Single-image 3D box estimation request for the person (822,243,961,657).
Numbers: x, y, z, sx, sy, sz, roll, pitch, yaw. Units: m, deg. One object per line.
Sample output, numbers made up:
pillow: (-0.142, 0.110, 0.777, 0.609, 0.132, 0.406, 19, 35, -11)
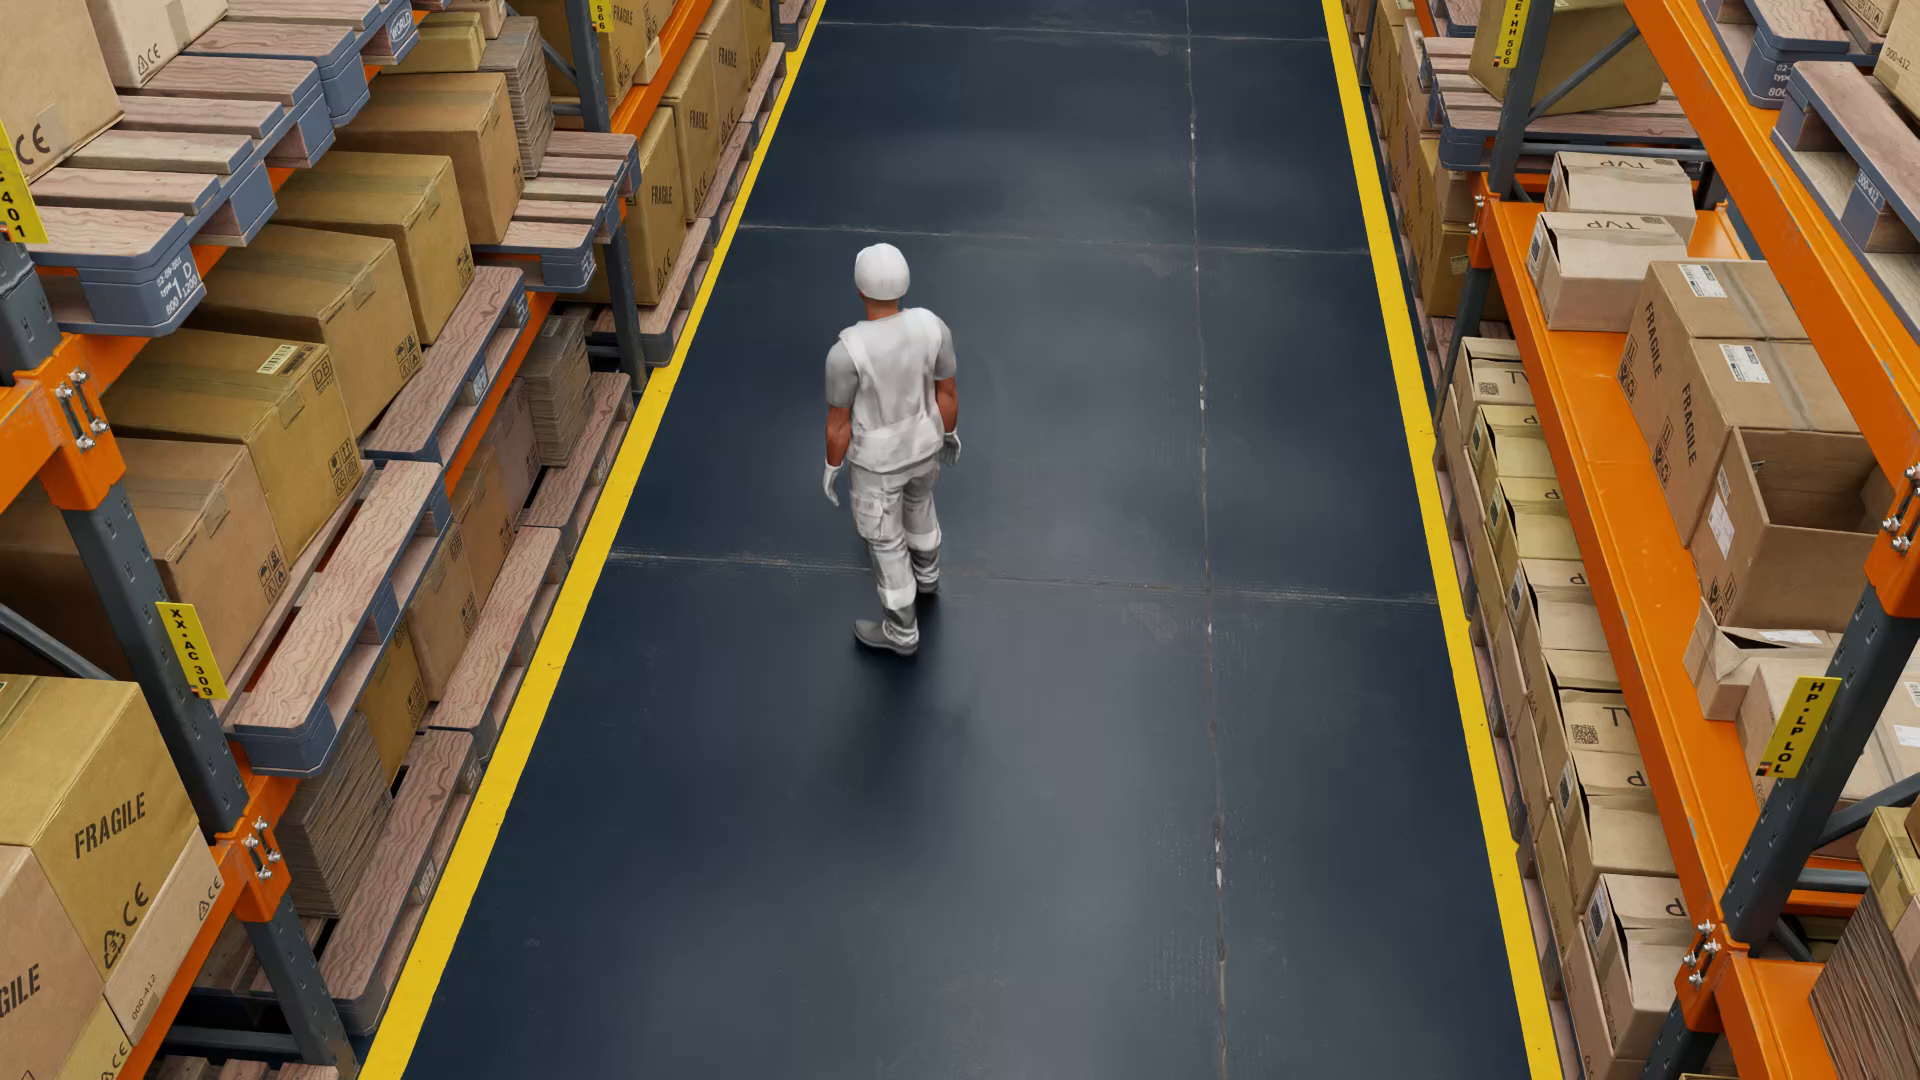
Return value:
person: (-0.296, -0.373, 6.560, 0.598, 1.779, 0.565, -24, 45, -26)
